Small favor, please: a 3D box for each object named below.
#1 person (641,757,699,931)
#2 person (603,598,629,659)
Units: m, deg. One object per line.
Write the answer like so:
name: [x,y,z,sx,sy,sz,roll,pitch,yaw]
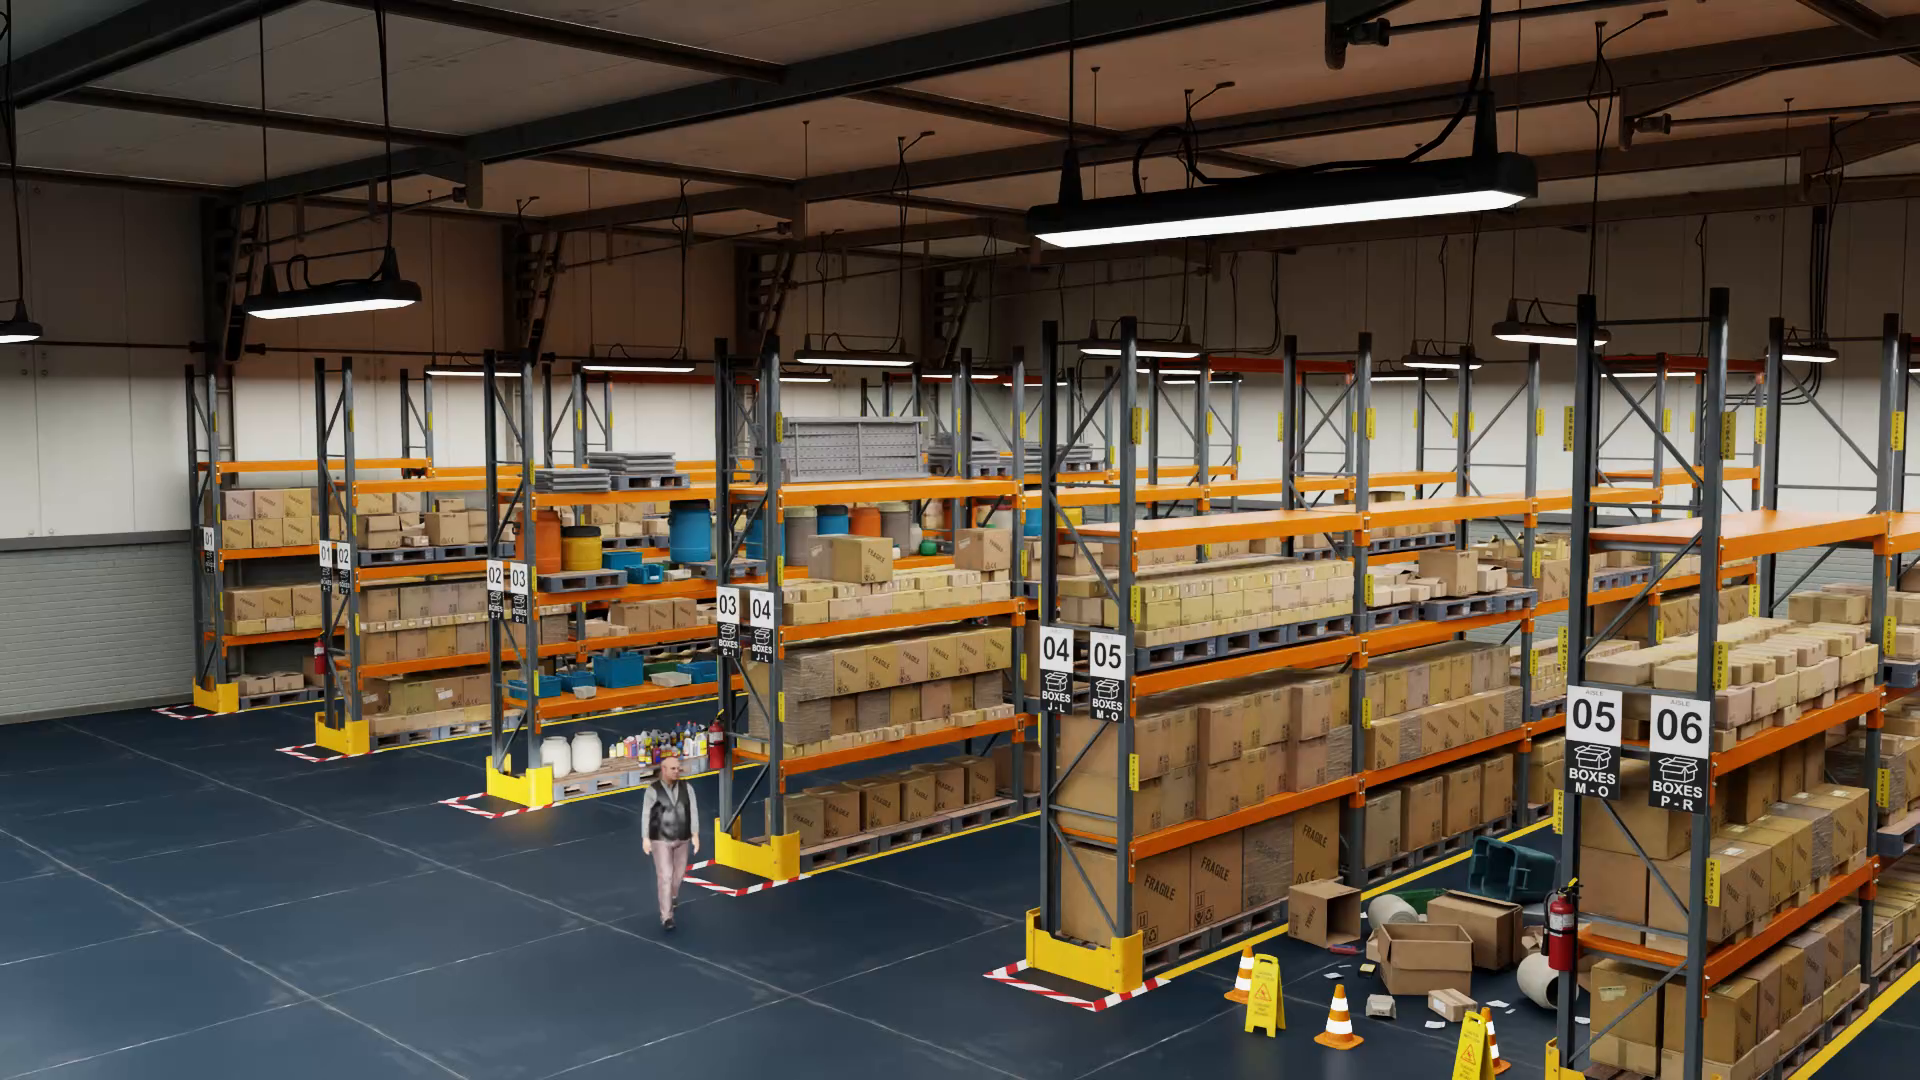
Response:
person: [-2.931,3.047,16.890,0.556,1.687,0.969,-3,5,-34]
person: [-6.695,1.861,32.220,0.500,1.626,0.961,2,5,23]
